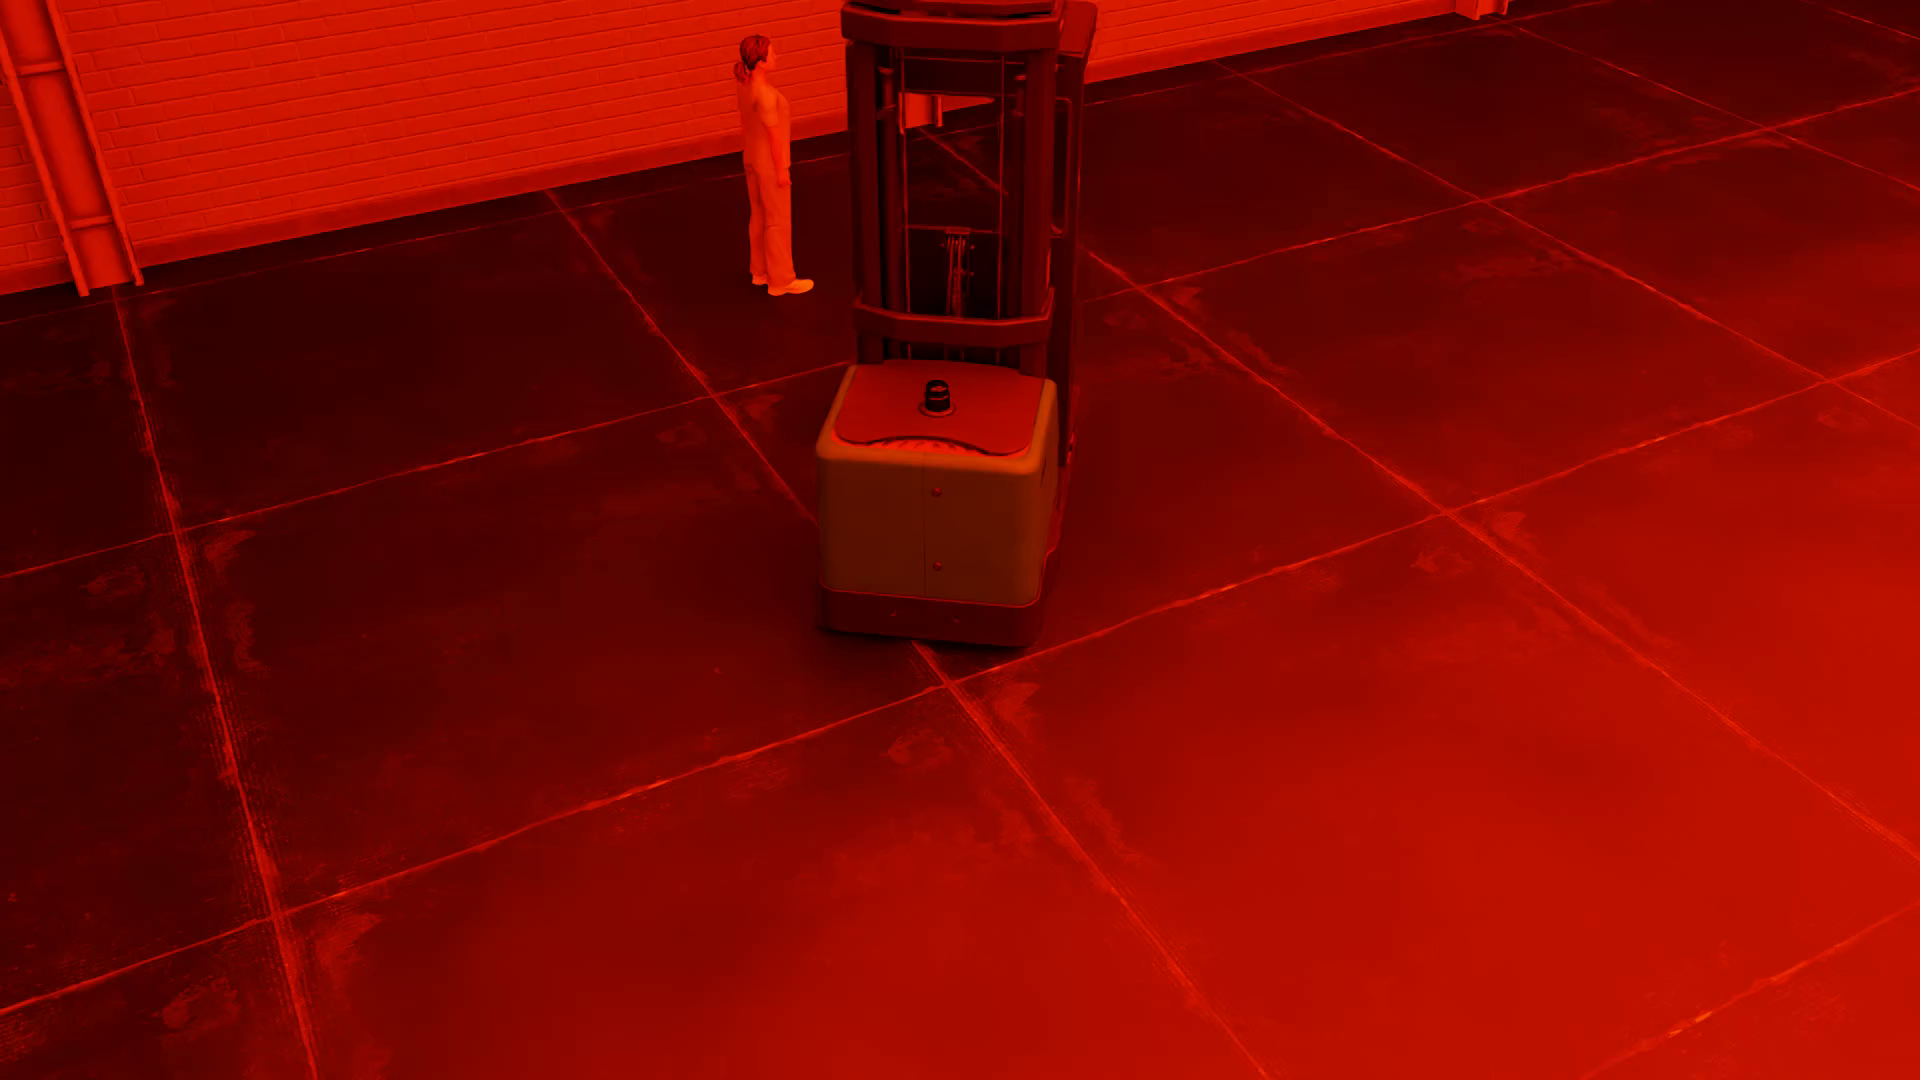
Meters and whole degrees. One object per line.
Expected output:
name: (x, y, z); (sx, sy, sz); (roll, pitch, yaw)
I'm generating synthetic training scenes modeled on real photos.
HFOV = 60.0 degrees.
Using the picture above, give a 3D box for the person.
person: (-1.222, -2.387, 10.590); (0.370, 1.673, 0.432); (-20, 40, -26)

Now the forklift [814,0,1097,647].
forklift: (0.059, -1.533, 8.292); (1.130, 2.935, 3.031); (5, 36, 7)
